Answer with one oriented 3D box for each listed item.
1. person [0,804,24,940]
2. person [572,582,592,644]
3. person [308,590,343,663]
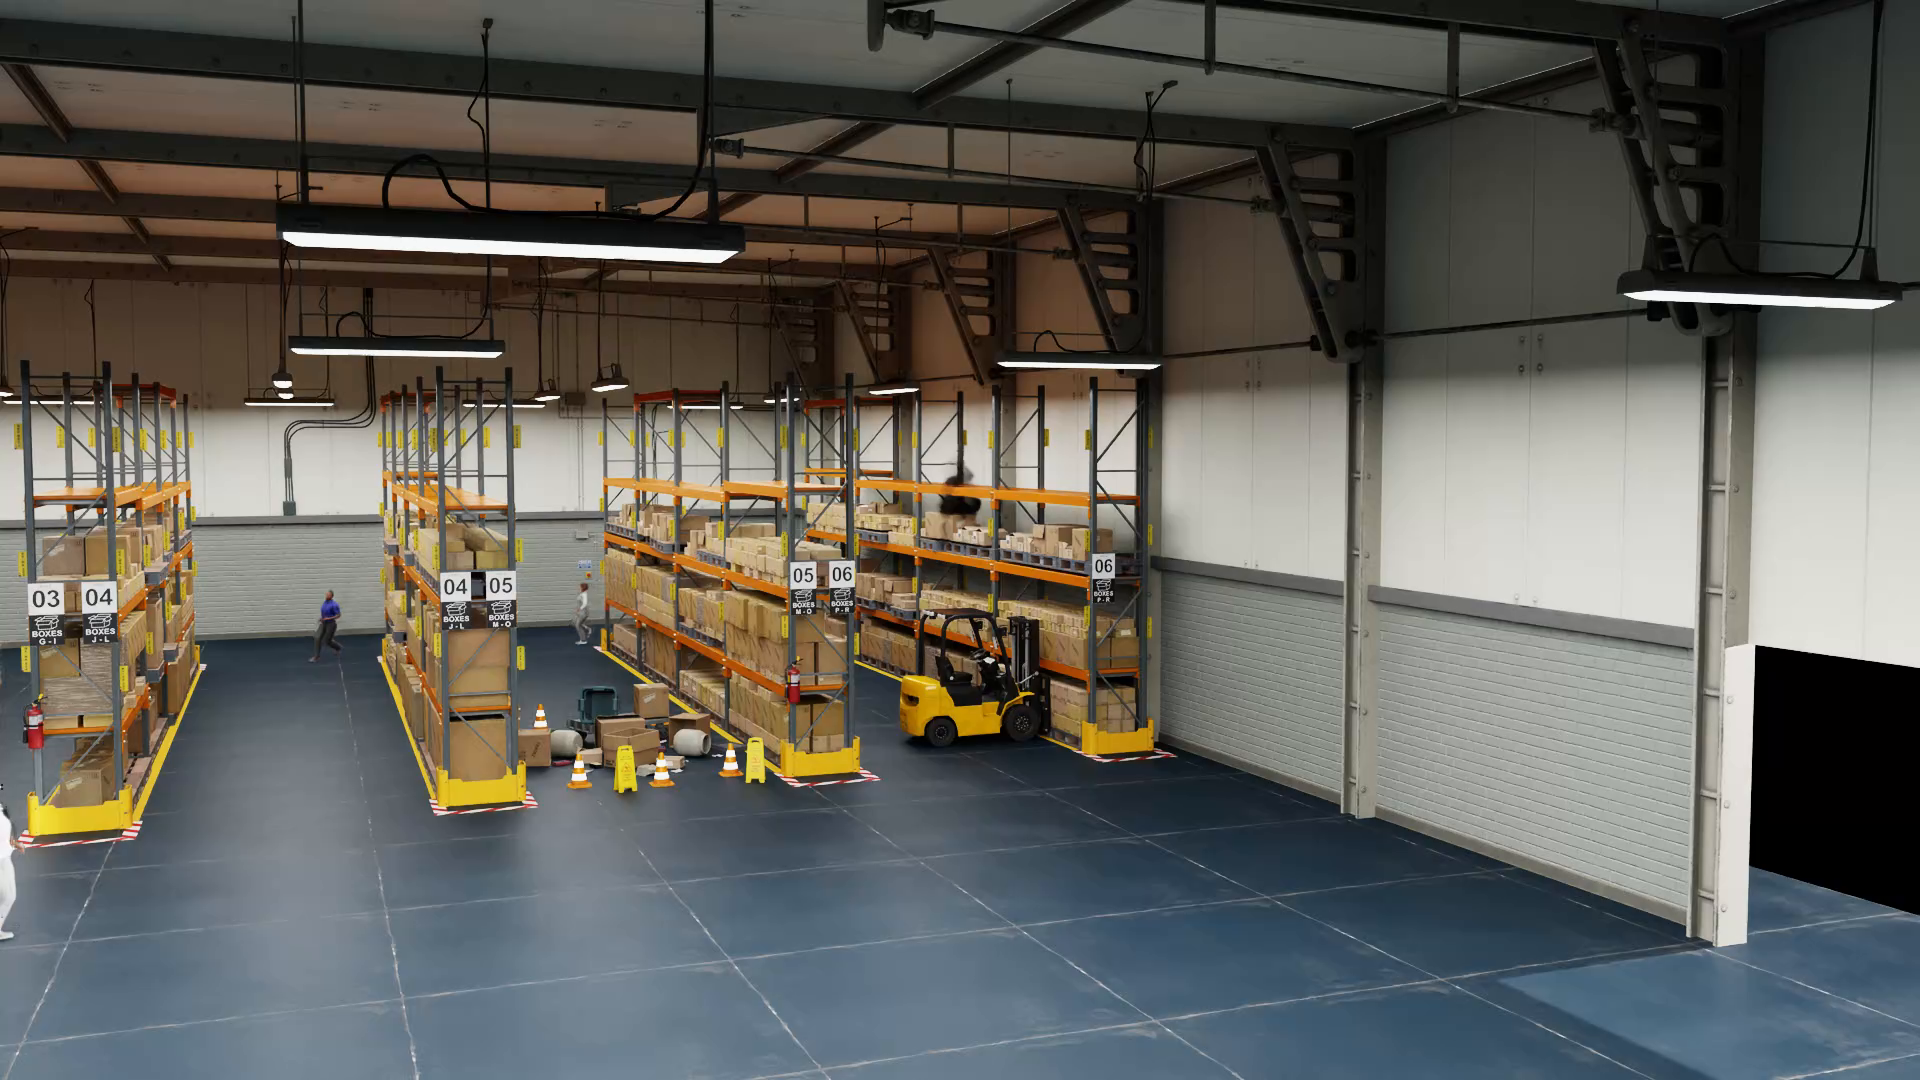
[{"bbox_3d":[-9.688,3.184,16.637,0.551,1.641,0.589,0,3,7],"label":"person"},{"bbox_3d":[-9.231,1.799,40.676,0.495,1.539,0.595,-1,4,-23],"label":"person"},{"bbox_3d":[-14.241,1.935,37.585,0.616,1.620,0.841,2,4,24],"label":"person"}]
